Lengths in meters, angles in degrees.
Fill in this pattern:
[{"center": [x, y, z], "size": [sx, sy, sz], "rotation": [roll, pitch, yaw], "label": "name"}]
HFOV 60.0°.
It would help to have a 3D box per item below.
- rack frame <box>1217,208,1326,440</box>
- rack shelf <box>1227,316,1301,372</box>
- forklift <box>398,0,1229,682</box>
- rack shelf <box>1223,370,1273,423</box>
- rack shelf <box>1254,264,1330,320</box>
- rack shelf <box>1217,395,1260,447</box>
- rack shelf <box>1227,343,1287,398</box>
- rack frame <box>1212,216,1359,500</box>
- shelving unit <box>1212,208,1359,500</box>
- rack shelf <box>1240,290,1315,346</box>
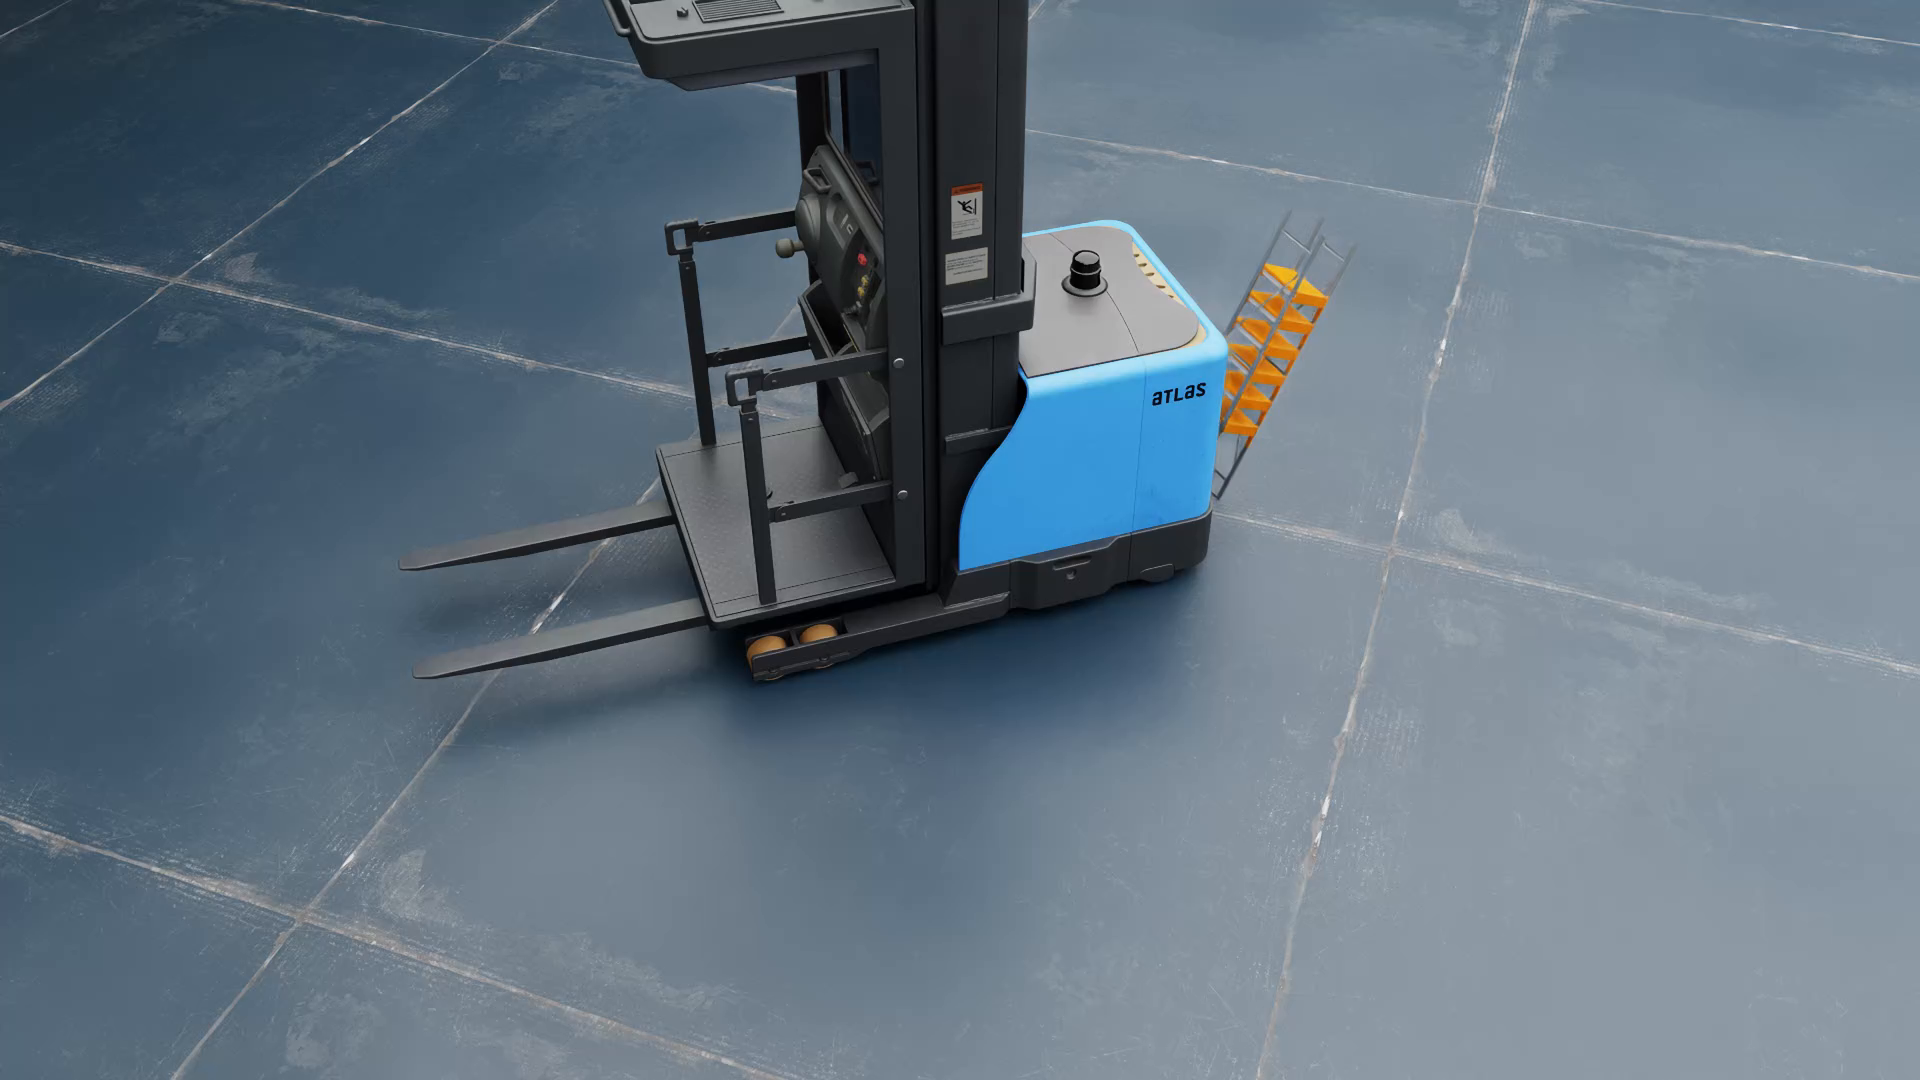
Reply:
[{"center": [1.107, -0.734, 6.649], "size": [0.006, 1.200, 0.240], "rotation": [4, 33, -35], "label": "rack frame"}, {"center": [1.210, -0.790, 6.668], "size": [0.180, 0.103, 0.258], "rotation": [4, 33, -35], "label": "rack shelf"}, {"center": [-0.595, -0.983, 5.644], "size": [3.031, 2.935, 1.130], "rotation": [-12, 42, -14], "label": "forklift"}, {"center": [1.120, -0.596, 6.776], "size": [0.180, 0.103, 0.258], "rotation": [4, 33, -35], "label": "rack shelf"}, {"center": [1.300, -0.984, 6.560], "size": [0.180, 0.103, 0.258], "rotation": [4, 33, -35], "label": "rack shelf"}, {"center": [1.075, -0.499, 6.830], "size": [0.180, 0.103, 0.258], "rotation": [4, 33, -35], "label": "rack shelf"}, {"center": [1.165, -0.693, 6.722], "size": [0.180, 0.103, 0.258], "rotation": [4, 33, -35], "label": "rack shelf"}, {"center": [1.256, -0.723, 6.754], "size": [0.006, 1.200, 0.240], "rotation": [4, 33, -35], "label": "rack frame"}, {"center": [1.181, -0.729, 6.702], "size": [0.189, 1.200, 0.258], "rotation": [4, 33, -35], "label": "shelving unit"}, {"center": [1.255, -0.887, 6.614], "size": [0.180, 0.103, 0.258], "rotation": [4, 33, -35], "label": "rack shelf"}]
